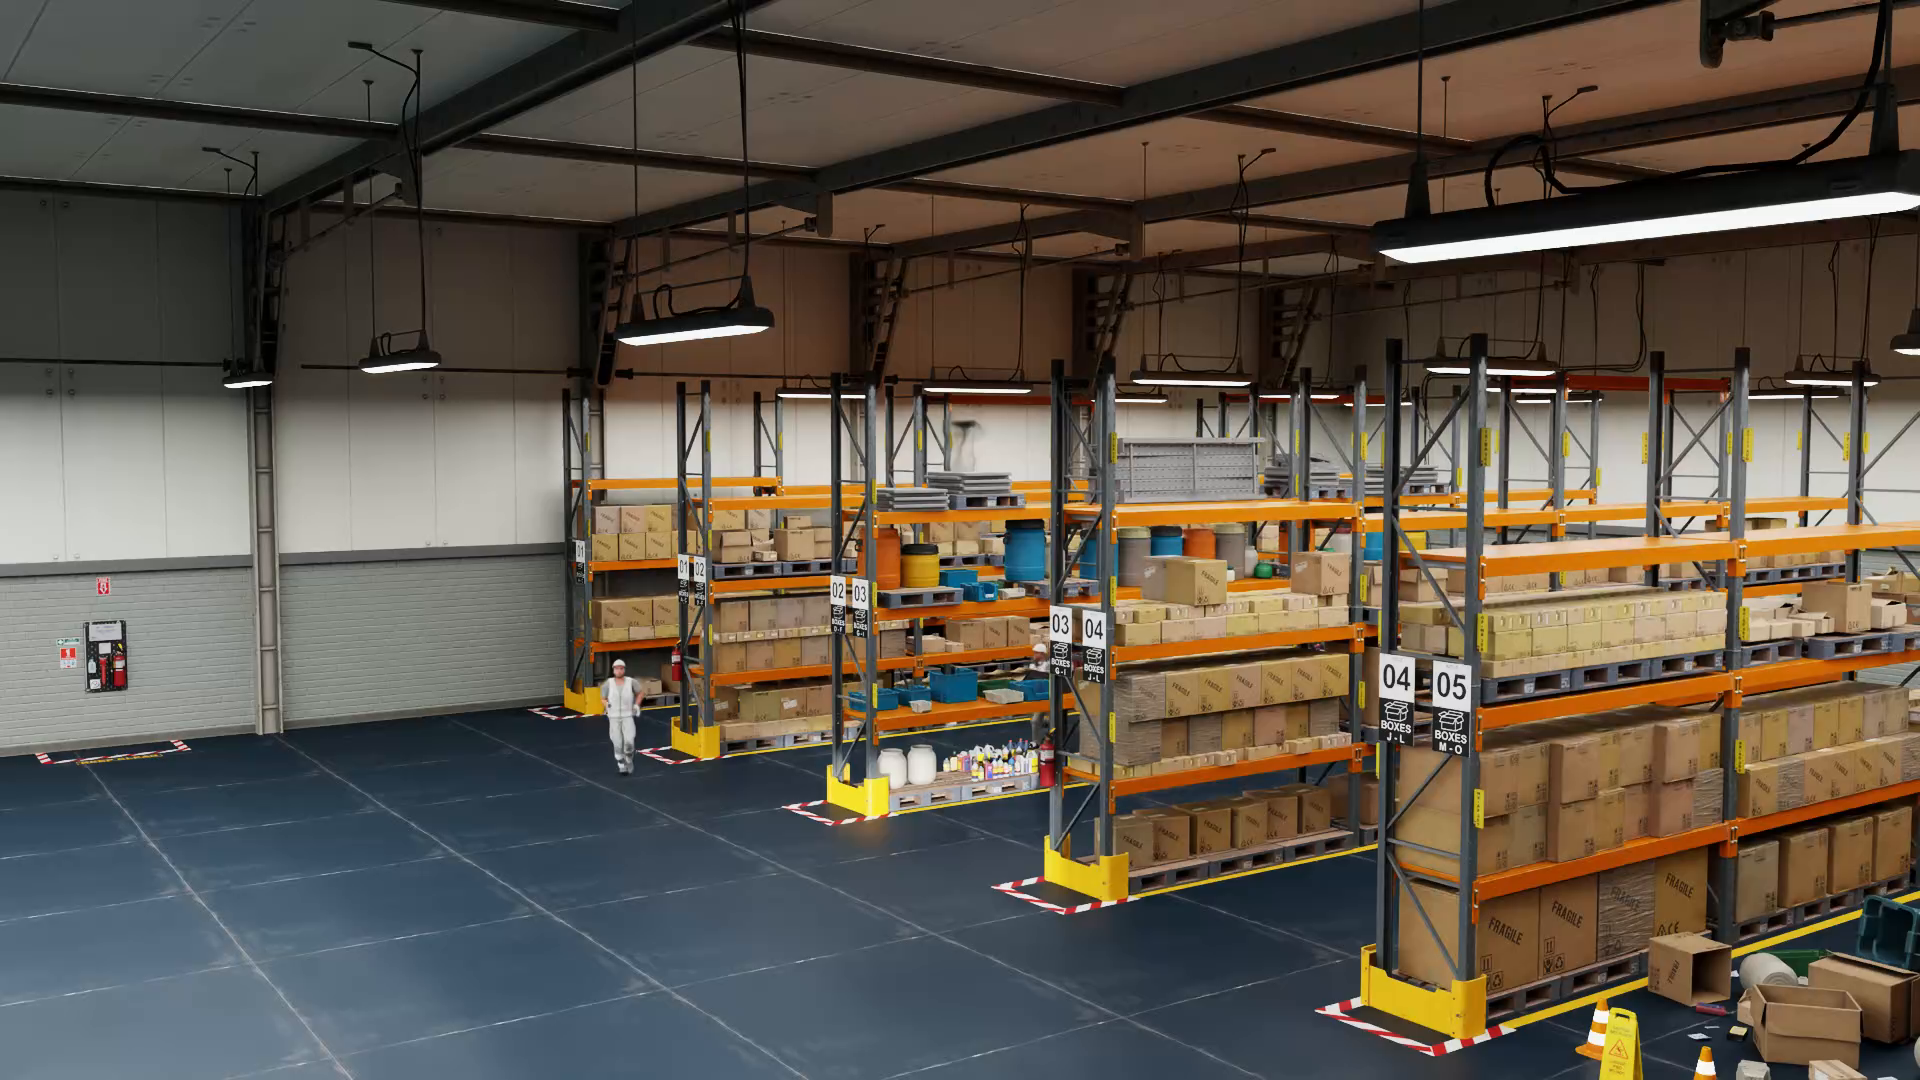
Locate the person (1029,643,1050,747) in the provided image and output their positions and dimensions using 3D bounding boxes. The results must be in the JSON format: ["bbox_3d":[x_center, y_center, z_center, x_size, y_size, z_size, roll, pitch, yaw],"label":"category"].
[{"bbox_3d":[1.385,2.551,27.115,0.881,1.756,0.654,-3,5,-37],"label":"person"}]

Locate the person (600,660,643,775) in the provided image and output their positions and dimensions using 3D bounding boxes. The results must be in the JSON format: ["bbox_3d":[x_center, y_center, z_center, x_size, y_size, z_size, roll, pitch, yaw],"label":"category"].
[{"bbox_3d":[-5.081,2.671,24.969,0.628,1.751,0.640,-1,4,-8],"label":"person"}]

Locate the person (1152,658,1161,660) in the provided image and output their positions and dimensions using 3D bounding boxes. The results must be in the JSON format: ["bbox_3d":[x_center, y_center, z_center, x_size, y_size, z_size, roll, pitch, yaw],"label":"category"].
[{"bbox_3d":[3.560,2.433,29.615,0.723,1.654,0.625,-4,5,-44],"label":"person"}]
